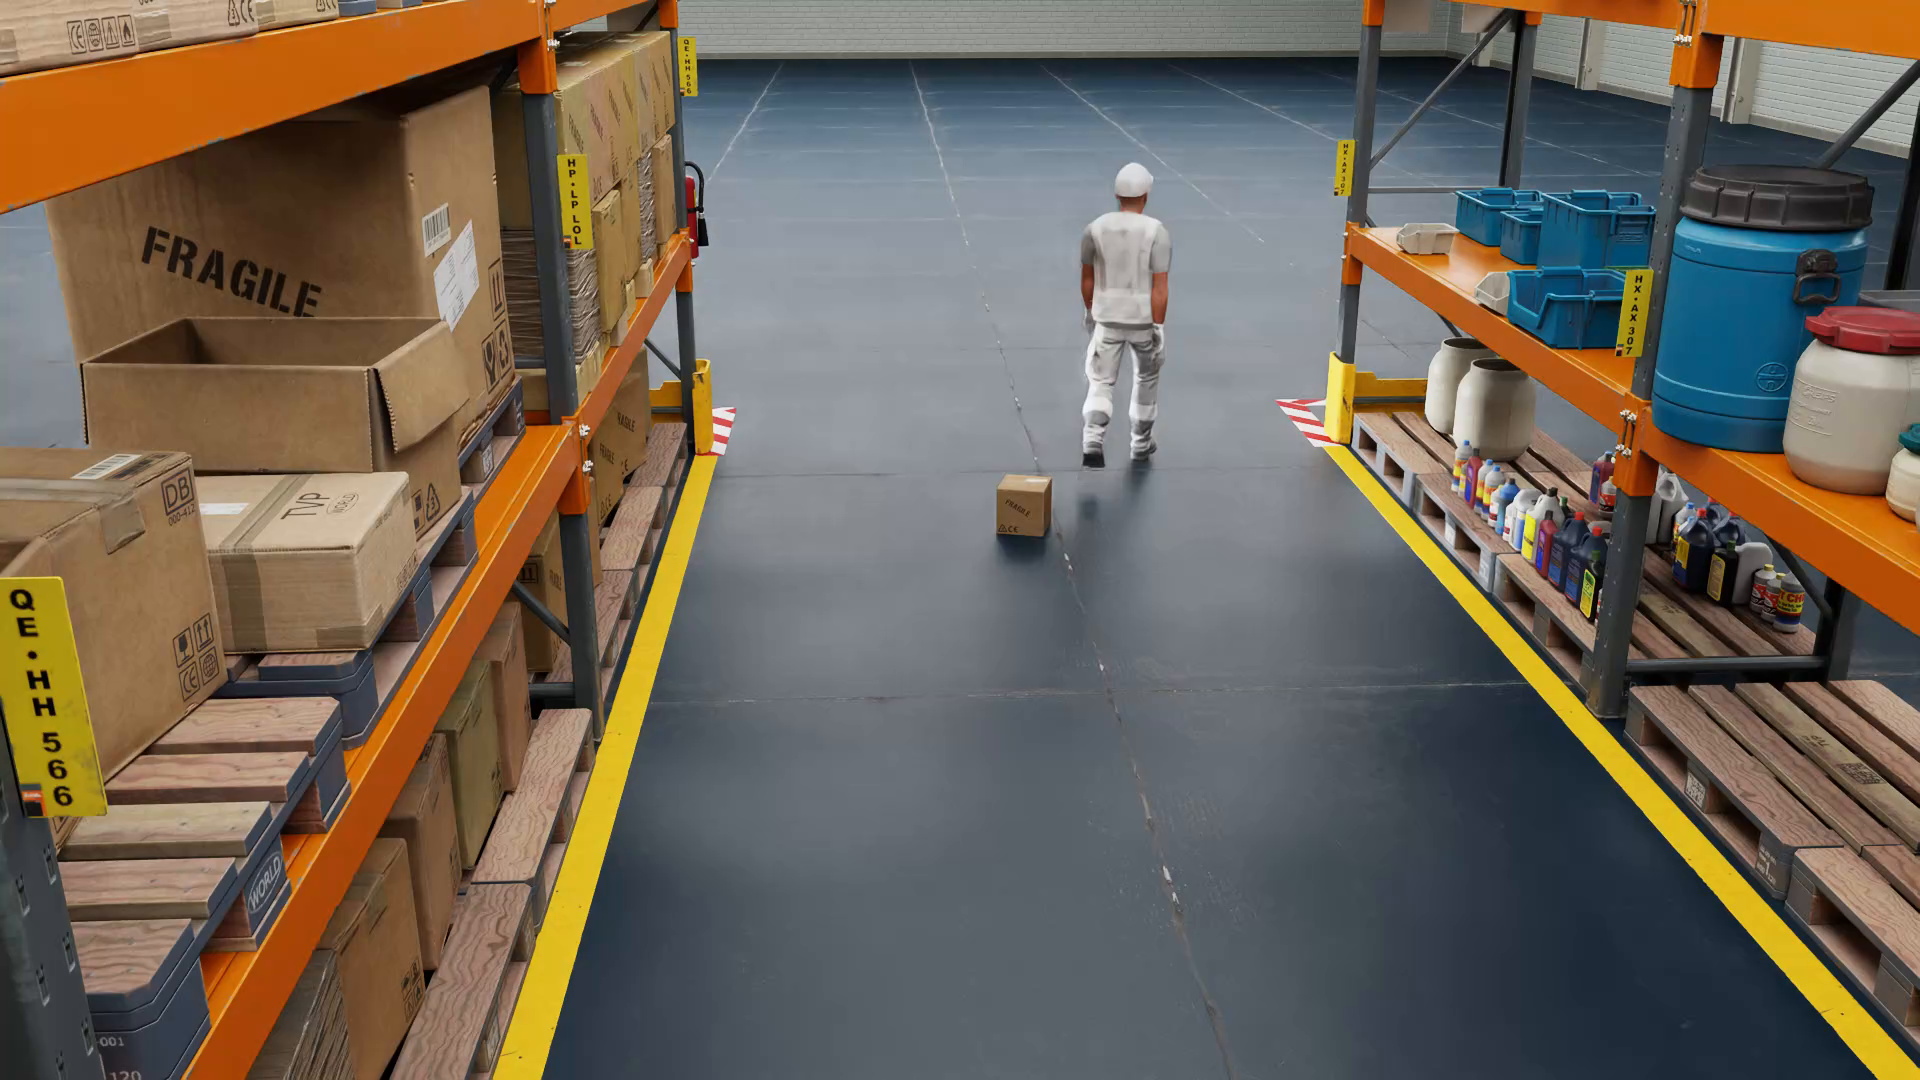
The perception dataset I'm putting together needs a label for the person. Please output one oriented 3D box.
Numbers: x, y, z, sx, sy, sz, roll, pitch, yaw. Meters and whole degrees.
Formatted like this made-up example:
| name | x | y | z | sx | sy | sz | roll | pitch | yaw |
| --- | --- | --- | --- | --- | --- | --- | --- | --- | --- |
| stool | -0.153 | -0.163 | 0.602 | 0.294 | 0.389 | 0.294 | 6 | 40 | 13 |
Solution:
| name | x | y | z | sx | sy | sz | roll | pitch | yaw |
| --- | --- | --- | --- | --- | --- | --- | --- | --- | --- |
| person | 0.925 | -1.236 | 9.386 | 0.532 | 1.756 | 0.944 | 6 | 21 | 16 |
